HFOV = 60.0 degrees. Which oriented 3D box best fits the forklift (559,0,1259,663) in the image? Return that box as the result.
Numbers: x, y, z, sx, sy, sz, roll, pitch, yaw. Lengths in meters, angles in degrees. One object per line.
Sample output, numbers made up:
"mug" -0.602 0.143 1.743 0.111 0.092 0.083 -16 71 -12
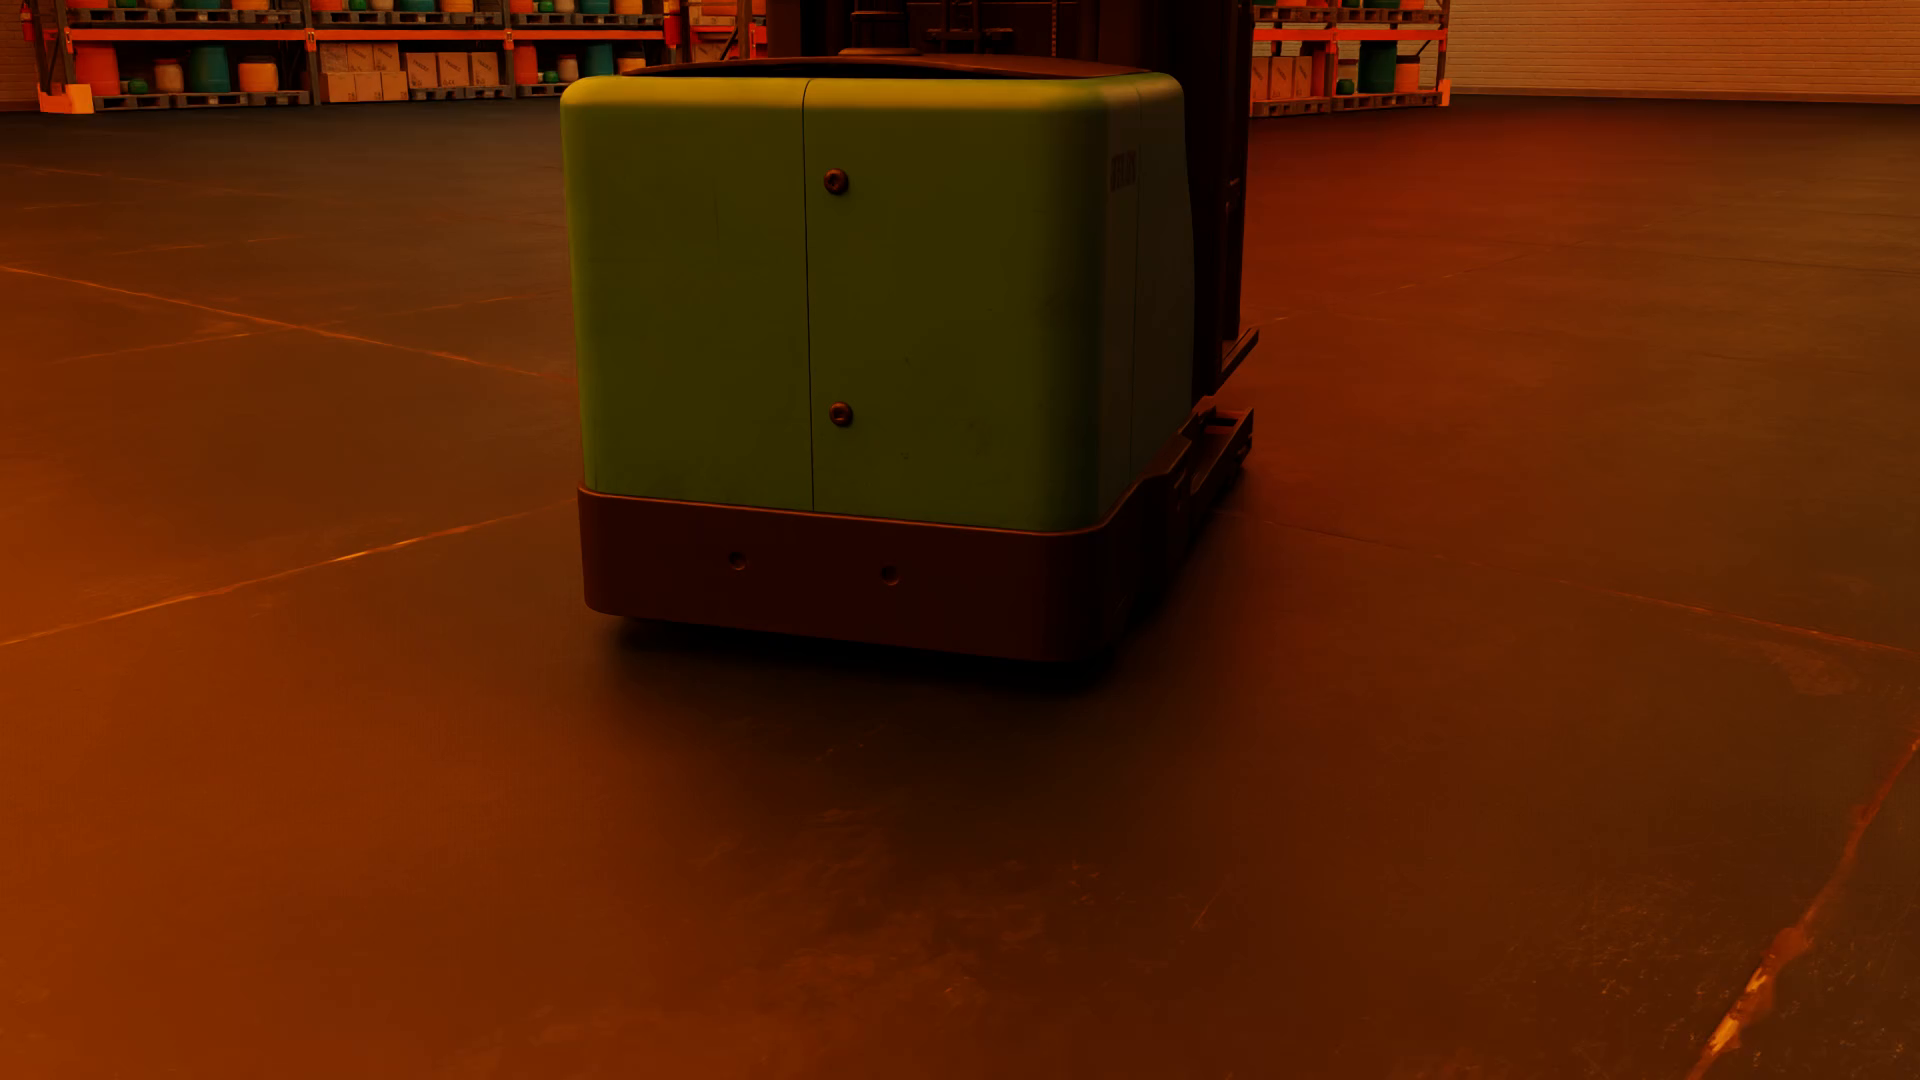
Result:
"forklift" 0.182 -1.571 4.072 1.130 2.935 3.031 5 18 17
